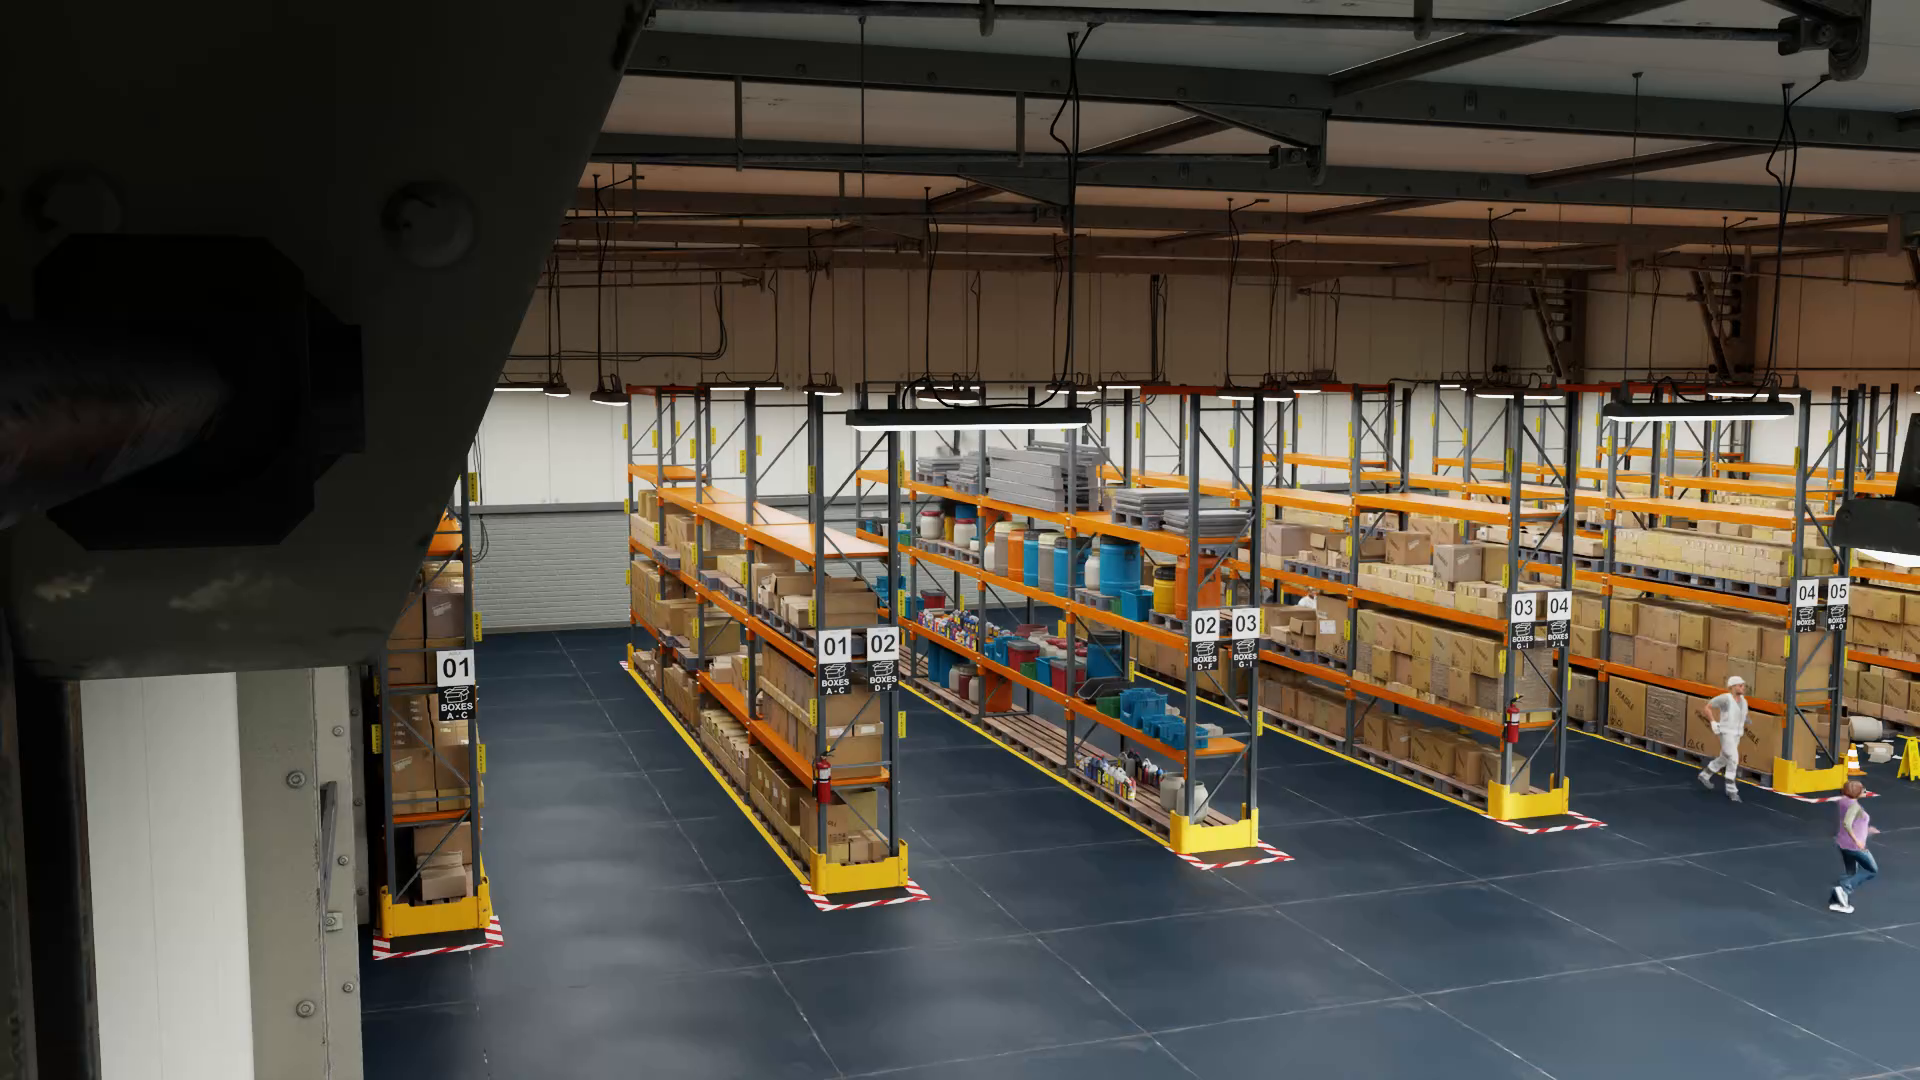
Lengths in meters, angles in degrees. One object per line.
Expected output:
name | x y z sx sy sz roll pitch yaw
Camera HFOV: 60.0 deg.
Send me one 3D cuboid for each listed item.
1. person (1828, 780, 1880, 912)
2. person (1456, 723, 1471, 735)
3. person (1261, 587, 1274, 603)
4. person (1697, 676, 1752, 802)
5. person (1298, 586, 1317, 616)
person | 10.419 3.559 19.320 0.538 1.559 0.522 0 6 4
person | 8.709 2.504 28.763 0.679 1.721 0.575 -3 6 -24
person | 7.637 1.239 41.504 0.721 1.649 0.645 -2 6 -15
person | 11.412 2.922 24.706 0.687 1.837 0.855 -3 7 -27
person | 7.434 1.812 35.238 0.671 1.806 0.969 -2 6 -18
